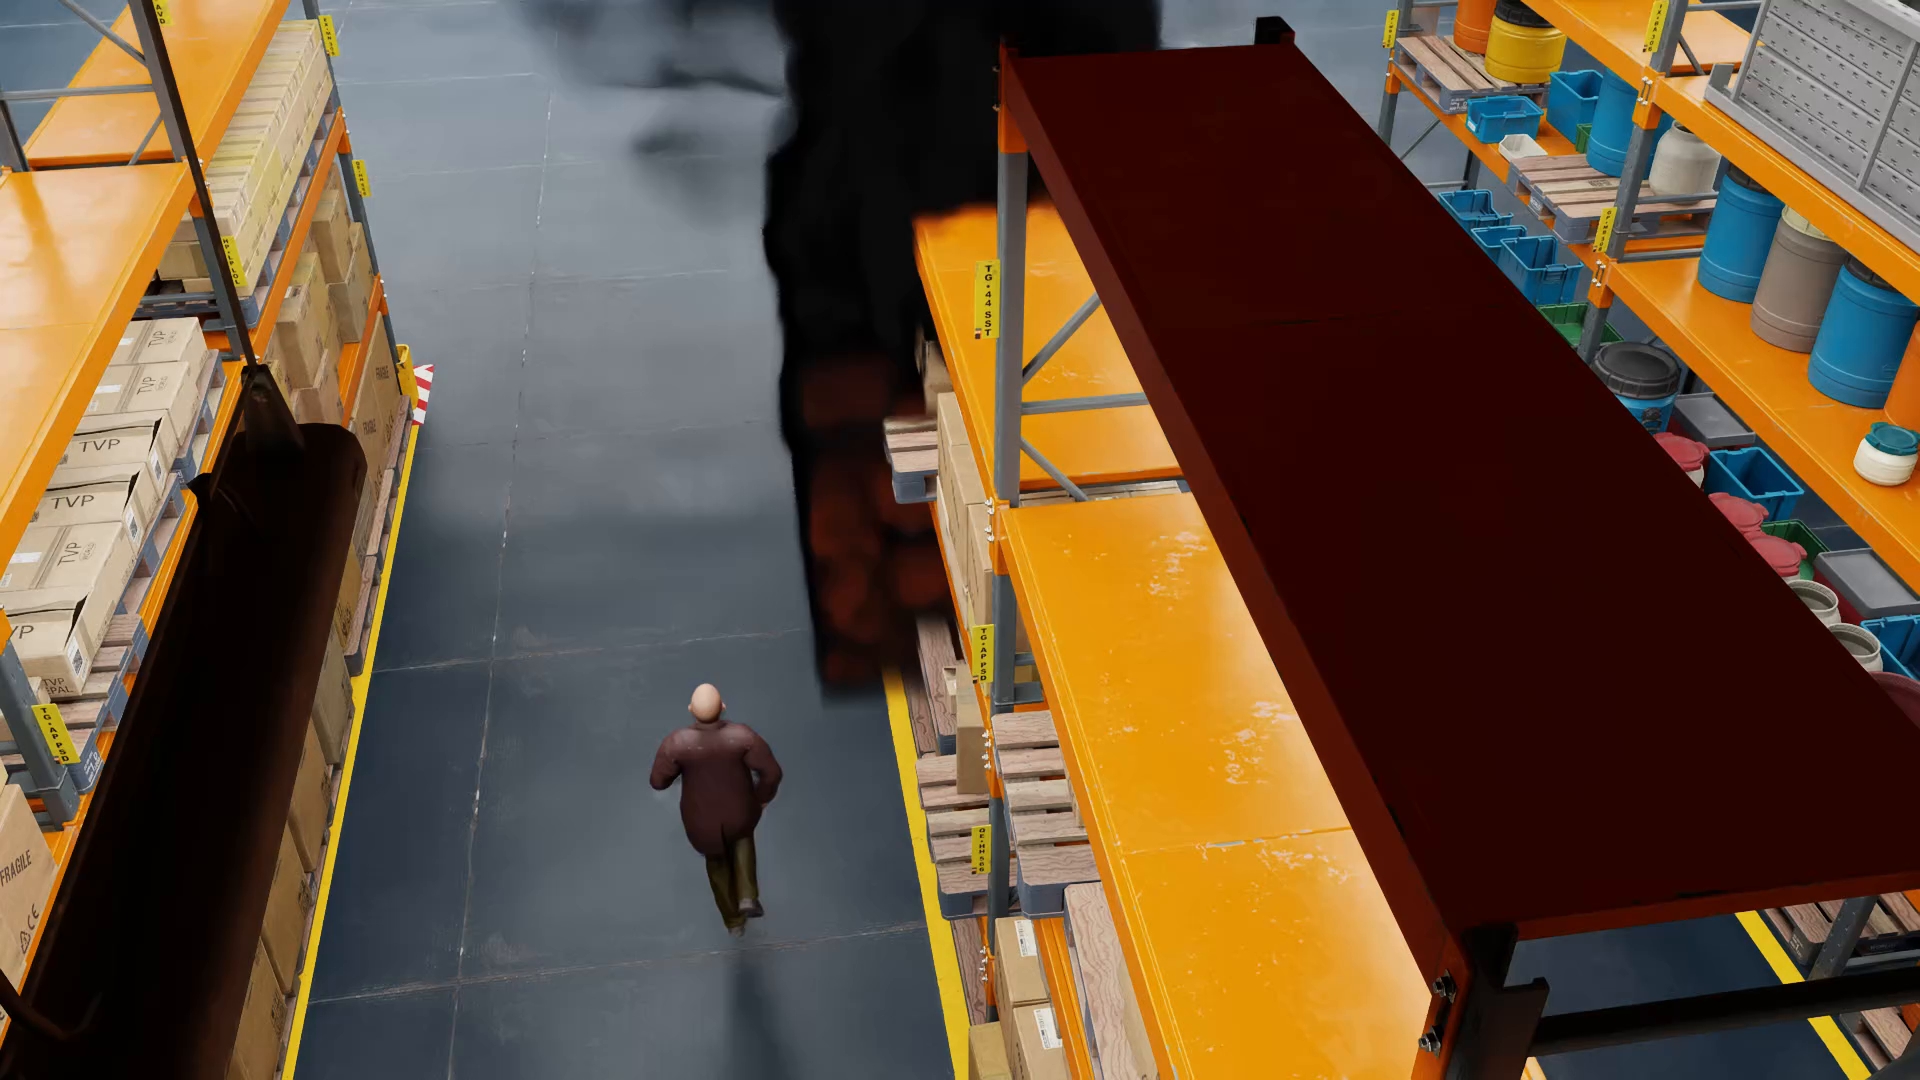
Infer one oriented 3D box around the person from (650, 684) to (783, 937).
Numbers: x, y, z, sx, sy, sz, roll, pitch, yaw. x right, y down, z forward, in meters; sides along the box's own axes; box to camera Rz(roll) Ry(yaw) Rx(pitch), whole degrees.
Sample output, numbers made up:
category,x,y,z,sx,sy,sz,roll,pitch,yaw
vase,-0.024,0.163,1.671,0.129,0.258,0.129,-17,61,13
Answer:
category,x,y,z,sx,sy,sz,roll,pitch,yaw
person,-1.374,1.492,9.473,0.722,1.777,0.595,-7,37,-10
